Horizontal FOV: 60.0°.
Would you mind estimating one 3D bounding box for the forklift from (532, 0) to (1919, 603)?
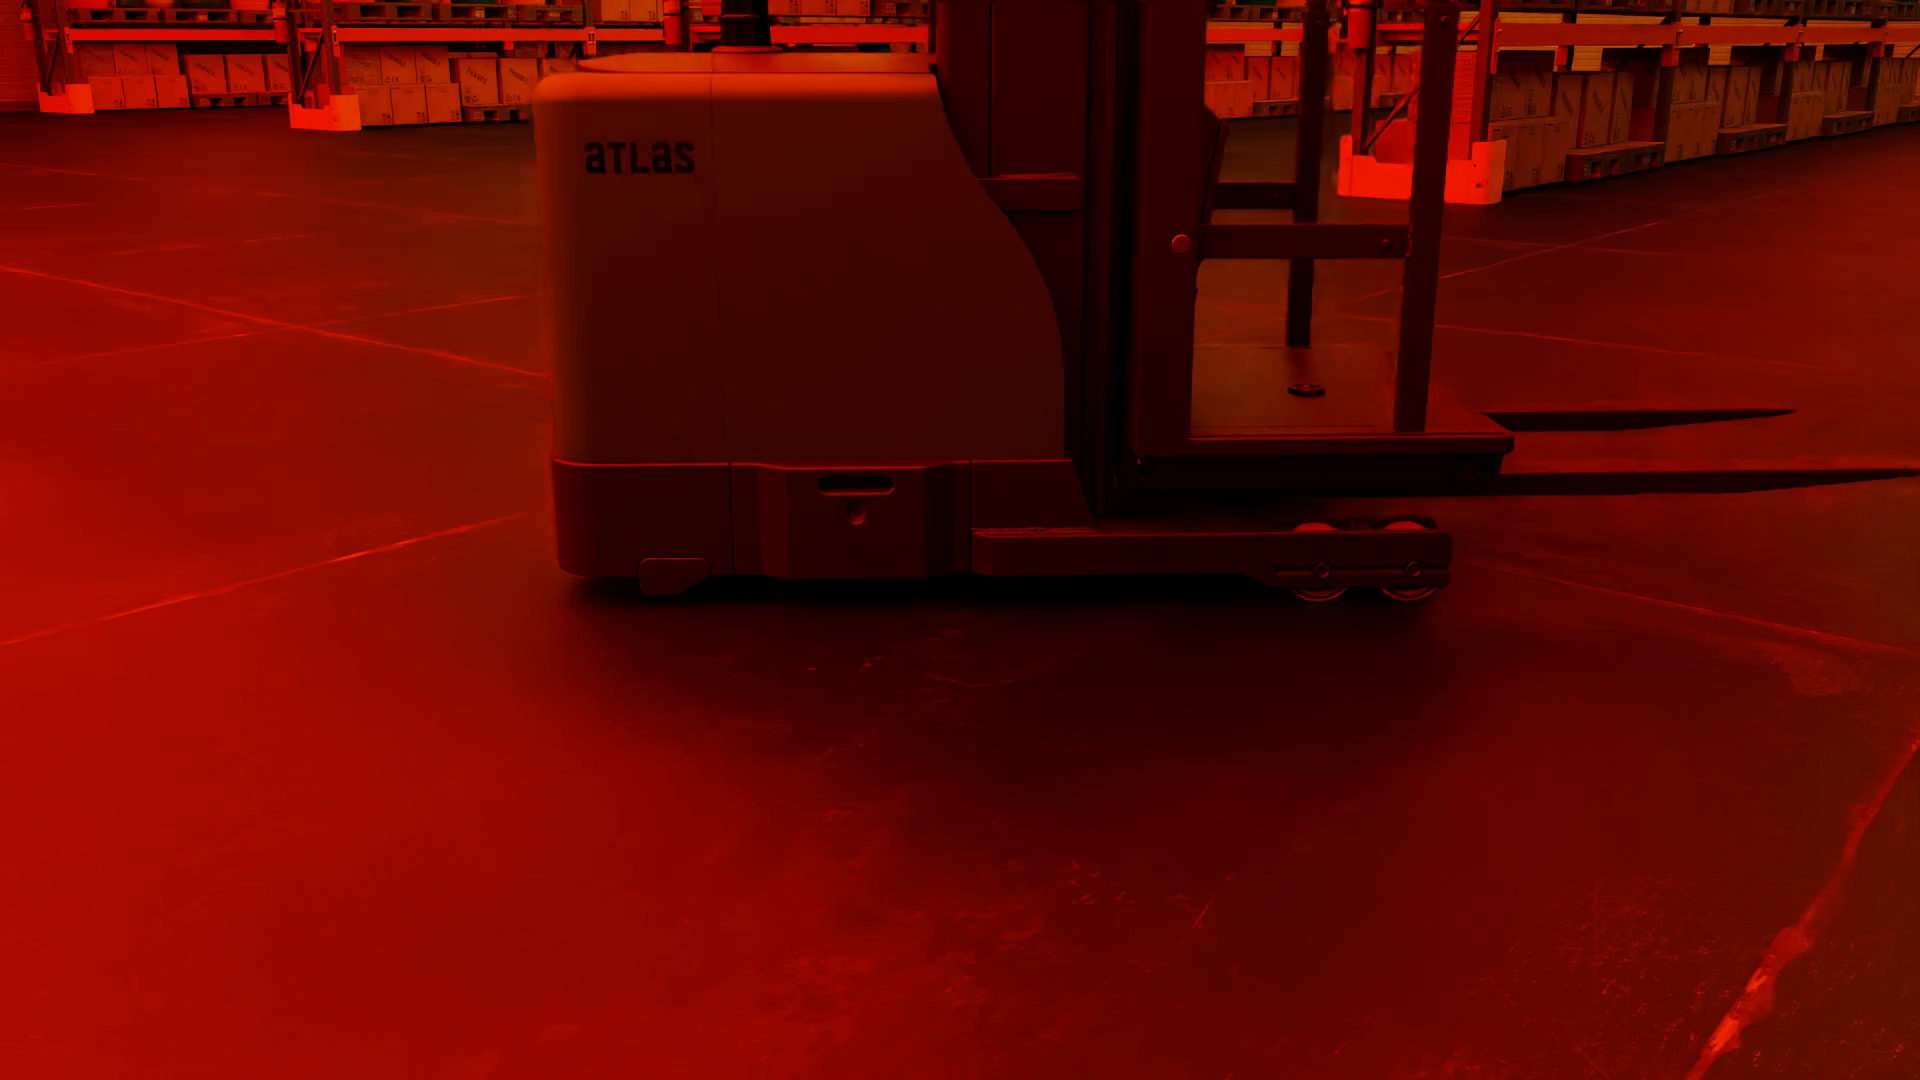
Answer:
[{"bbox_3d":[0.646,-1.425,3.589,3.031,2.935,1.130,-1,17,-2],"label":"forklift"}]
